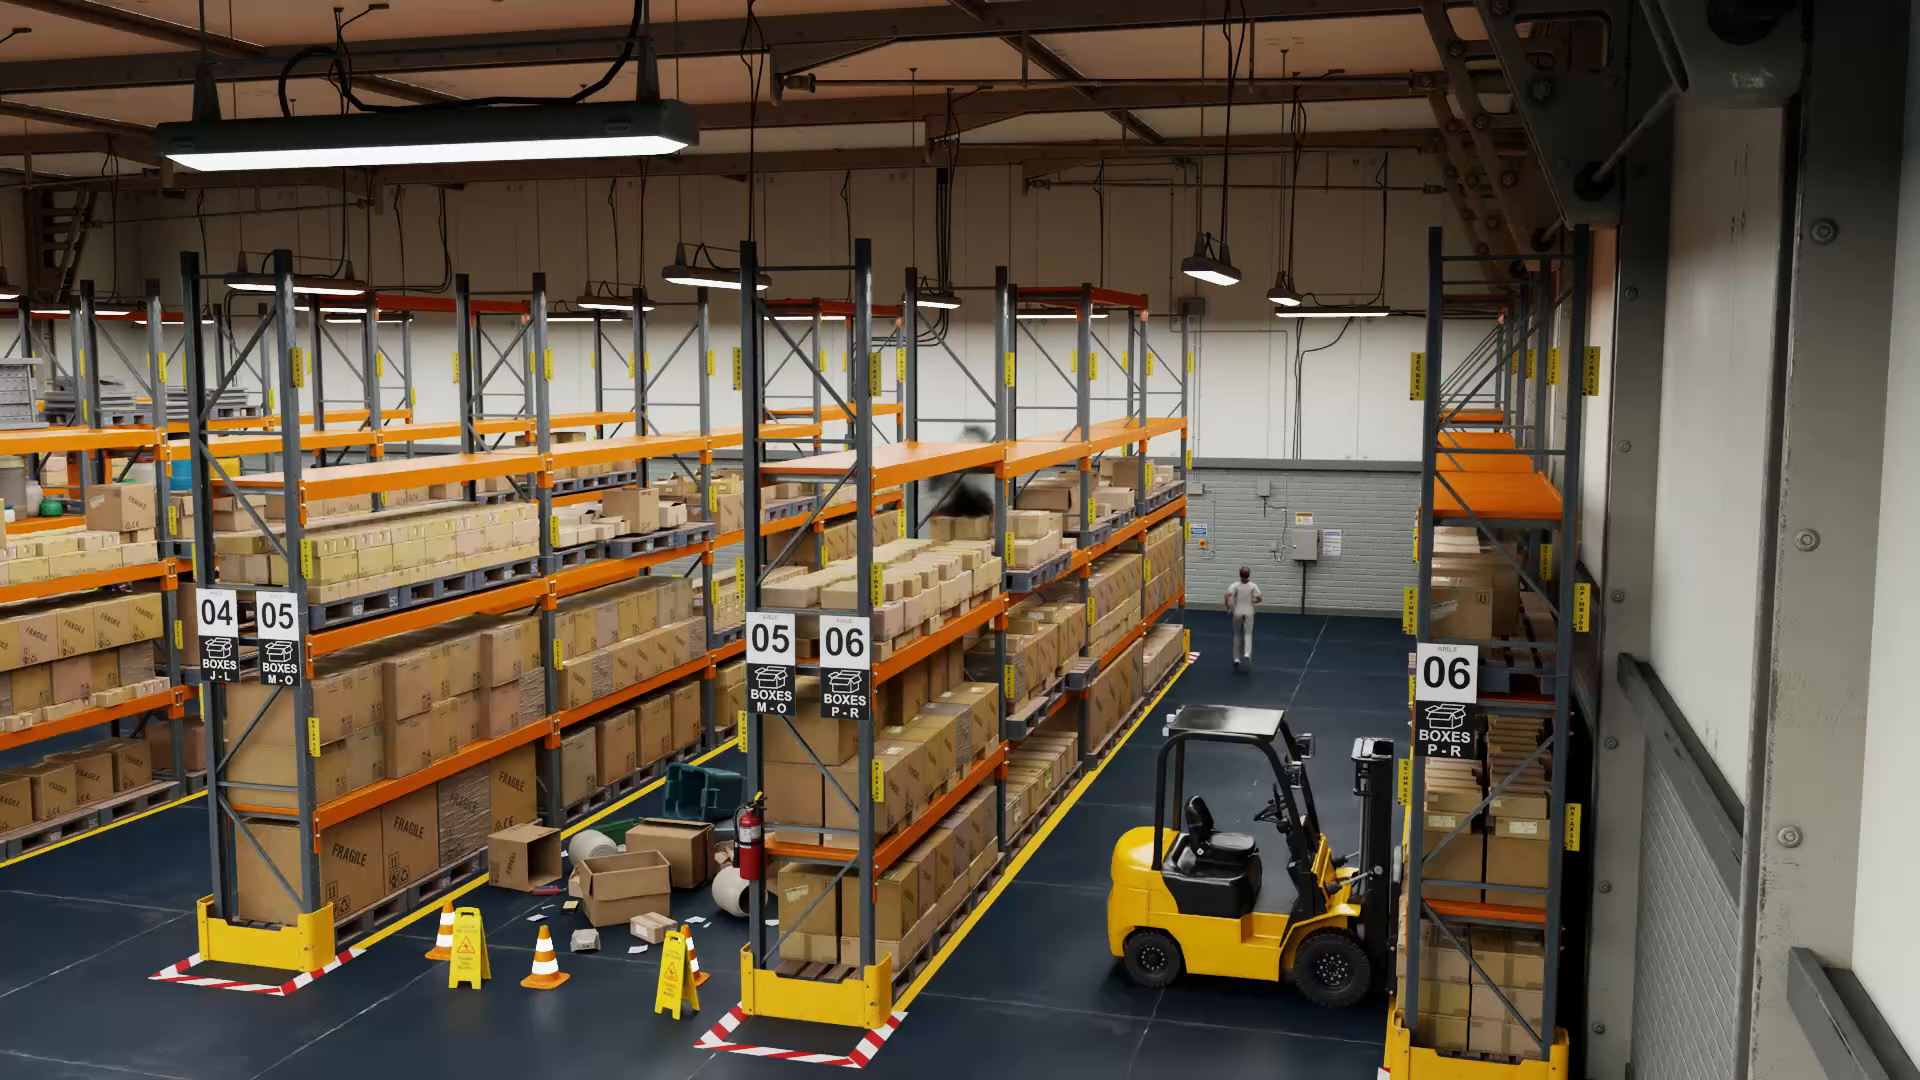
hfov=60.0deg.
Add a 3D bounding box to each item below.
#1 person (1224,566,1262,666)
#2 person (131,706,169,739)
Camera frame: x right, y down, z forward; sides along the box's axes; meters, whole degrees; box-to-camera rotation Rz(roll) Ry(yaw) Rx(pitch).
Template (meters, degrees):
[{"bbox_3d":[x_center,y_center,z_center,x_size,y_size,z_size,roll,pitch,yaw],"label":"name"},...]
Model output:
[{"bbox_3d":[4.658,1.274,27.379,0.613,1.688,0.908,1,6,10],"label":"person"},{"bbox_3d":[-10.708,1.852,21.906,0.671,1.708,0.844,1,6,7],"label":"person"}]
